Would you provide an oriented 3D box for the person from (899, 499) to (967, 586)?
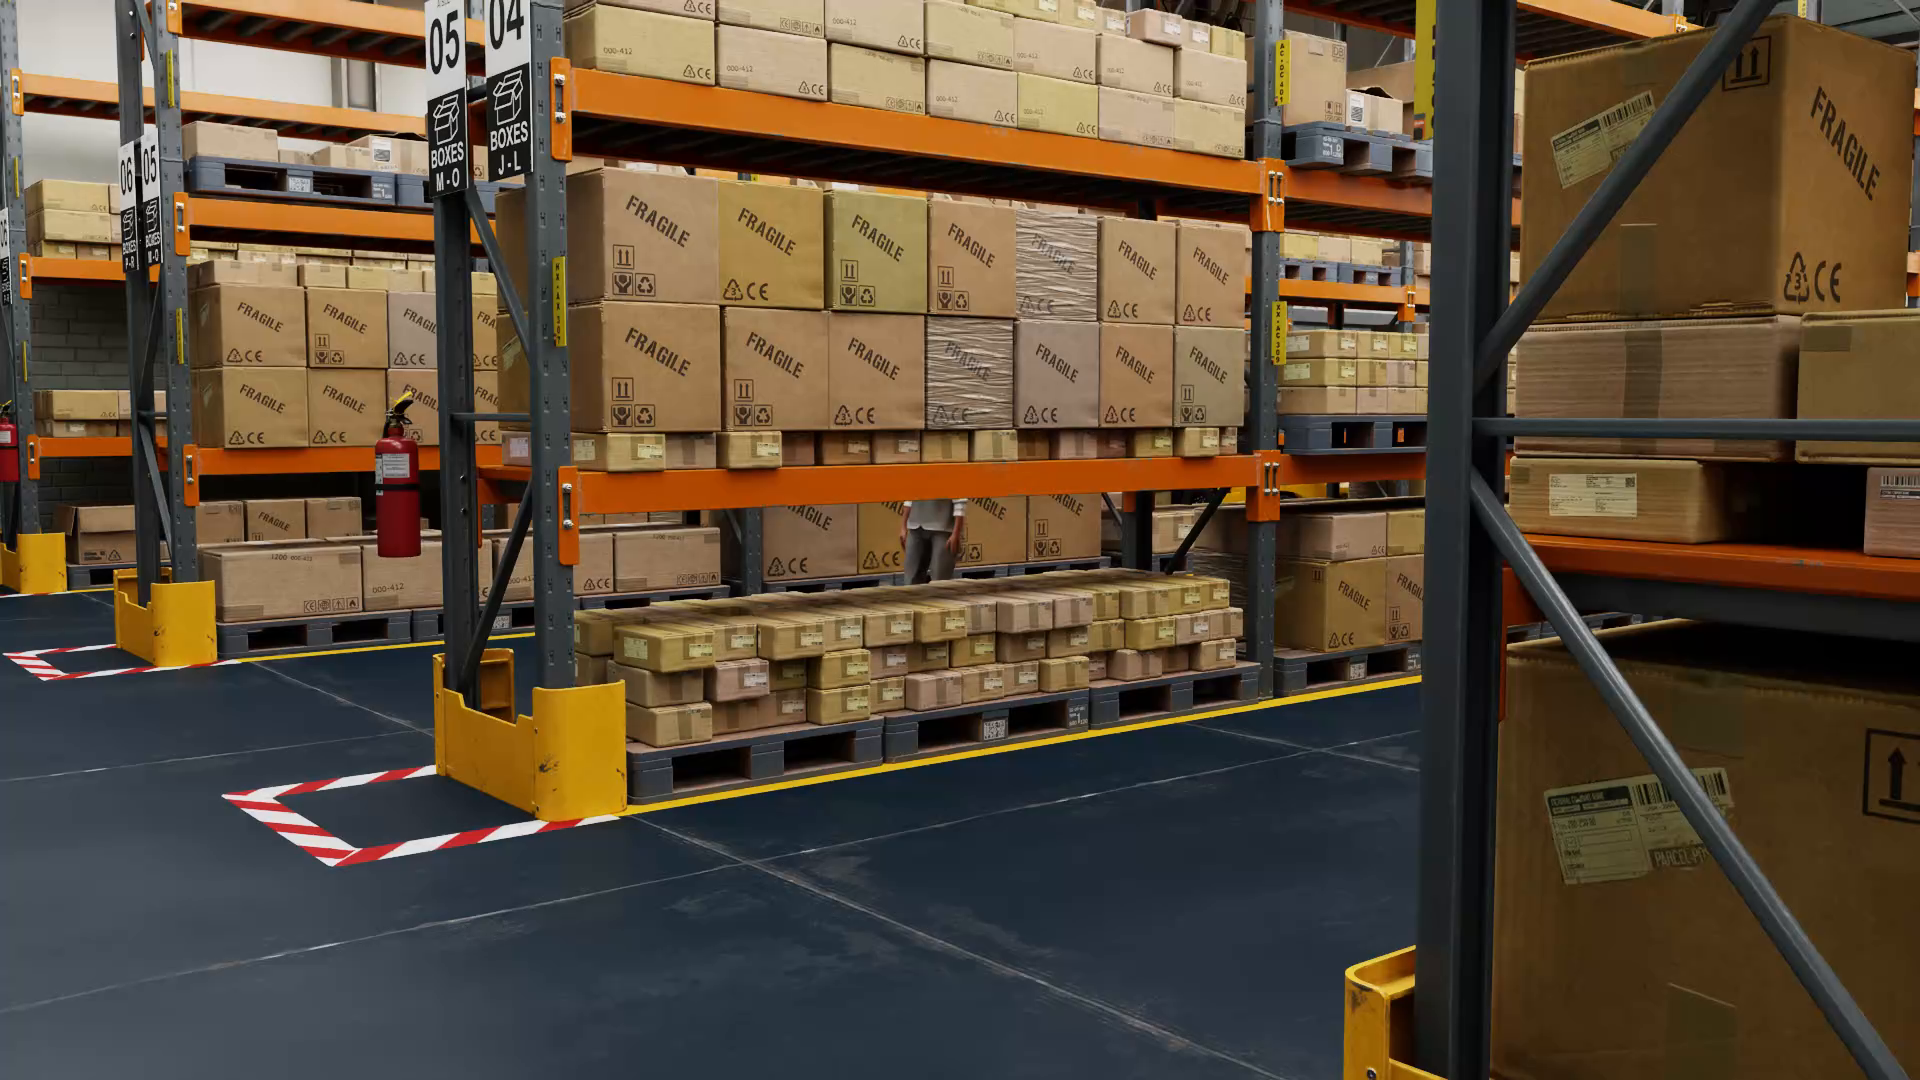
[{"bbox_3d":[-0.170,-0.028,9.852,0.472,1.590,0.347,4,6,40],"label":"person"}]
